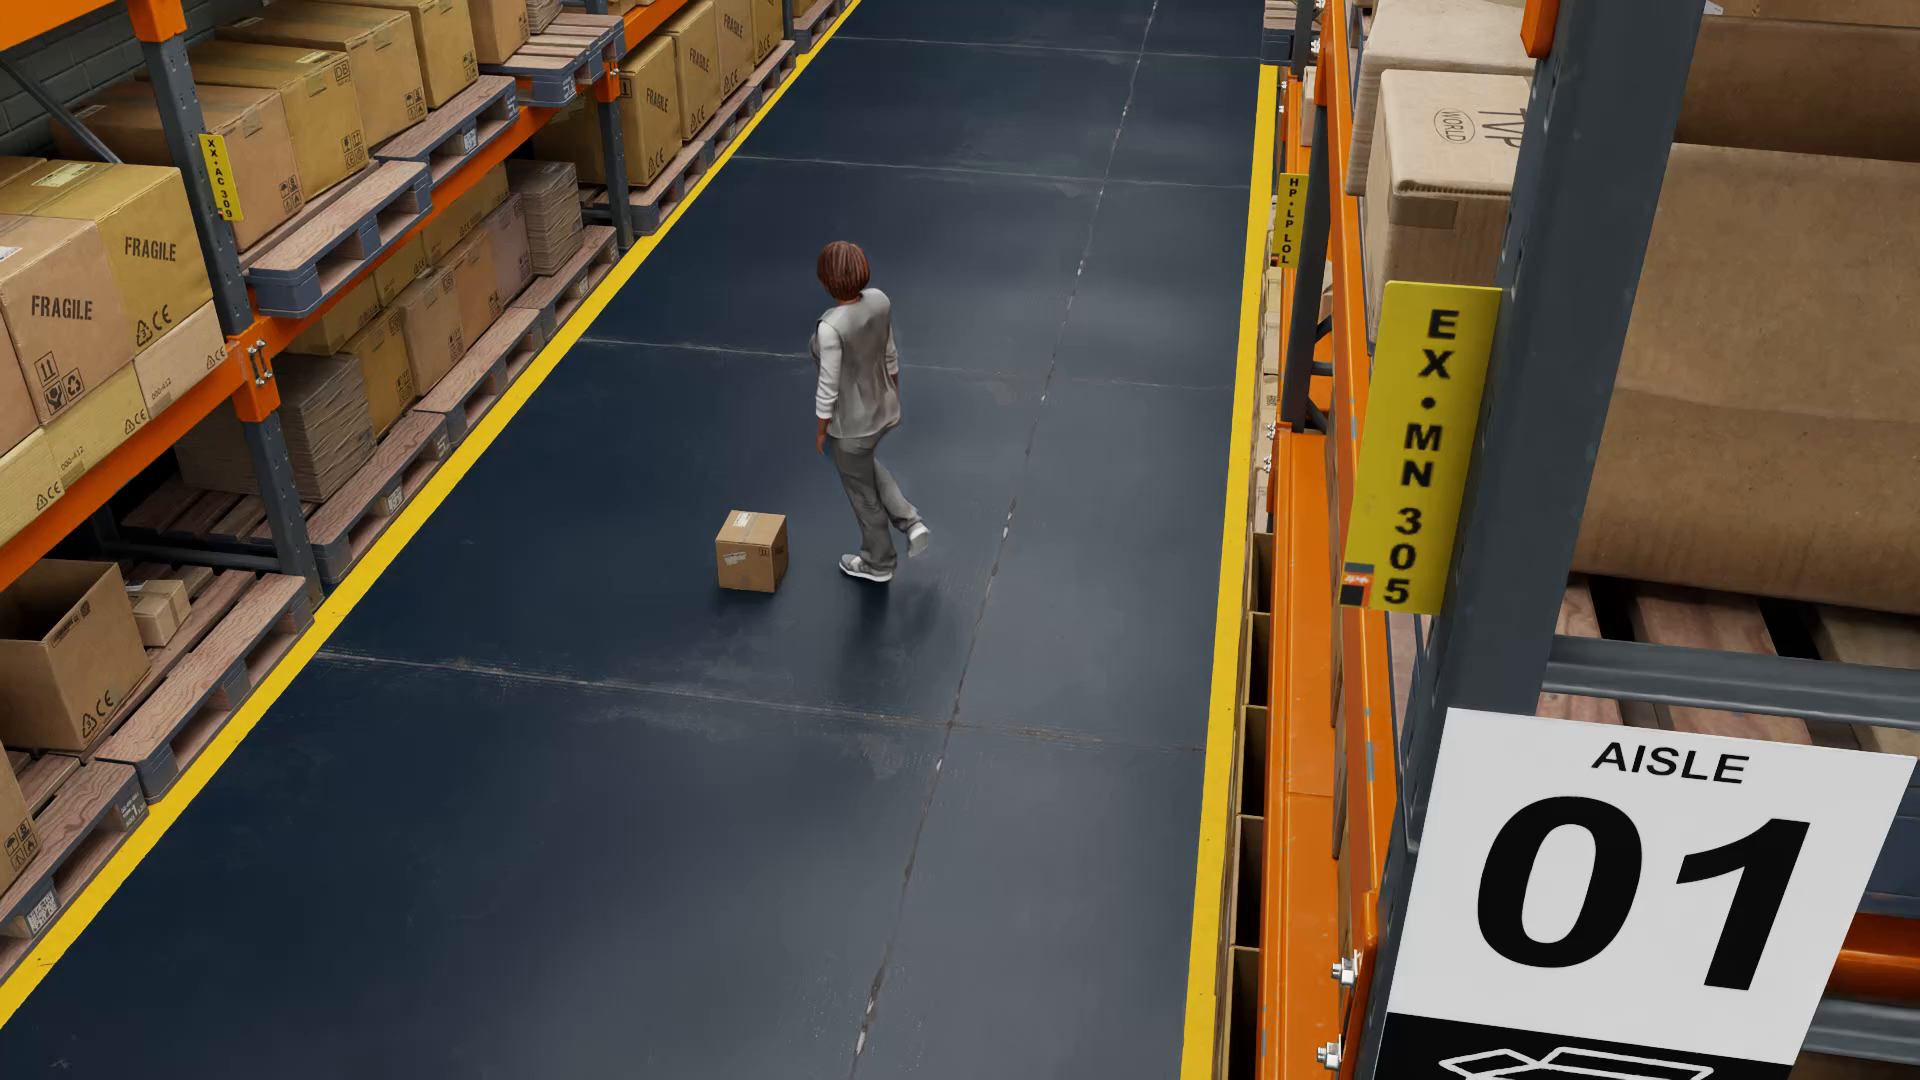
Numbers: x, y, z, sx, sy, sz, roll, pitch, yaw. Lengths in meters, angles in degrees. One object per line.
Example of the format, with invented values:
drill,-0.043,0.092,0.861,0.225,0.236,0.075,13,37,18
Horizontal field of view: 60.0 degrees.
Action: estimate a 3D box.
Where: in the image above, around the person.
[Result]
person,-0.403,-0.489,6.869,0.449,1.598,0.468,20,38,28
